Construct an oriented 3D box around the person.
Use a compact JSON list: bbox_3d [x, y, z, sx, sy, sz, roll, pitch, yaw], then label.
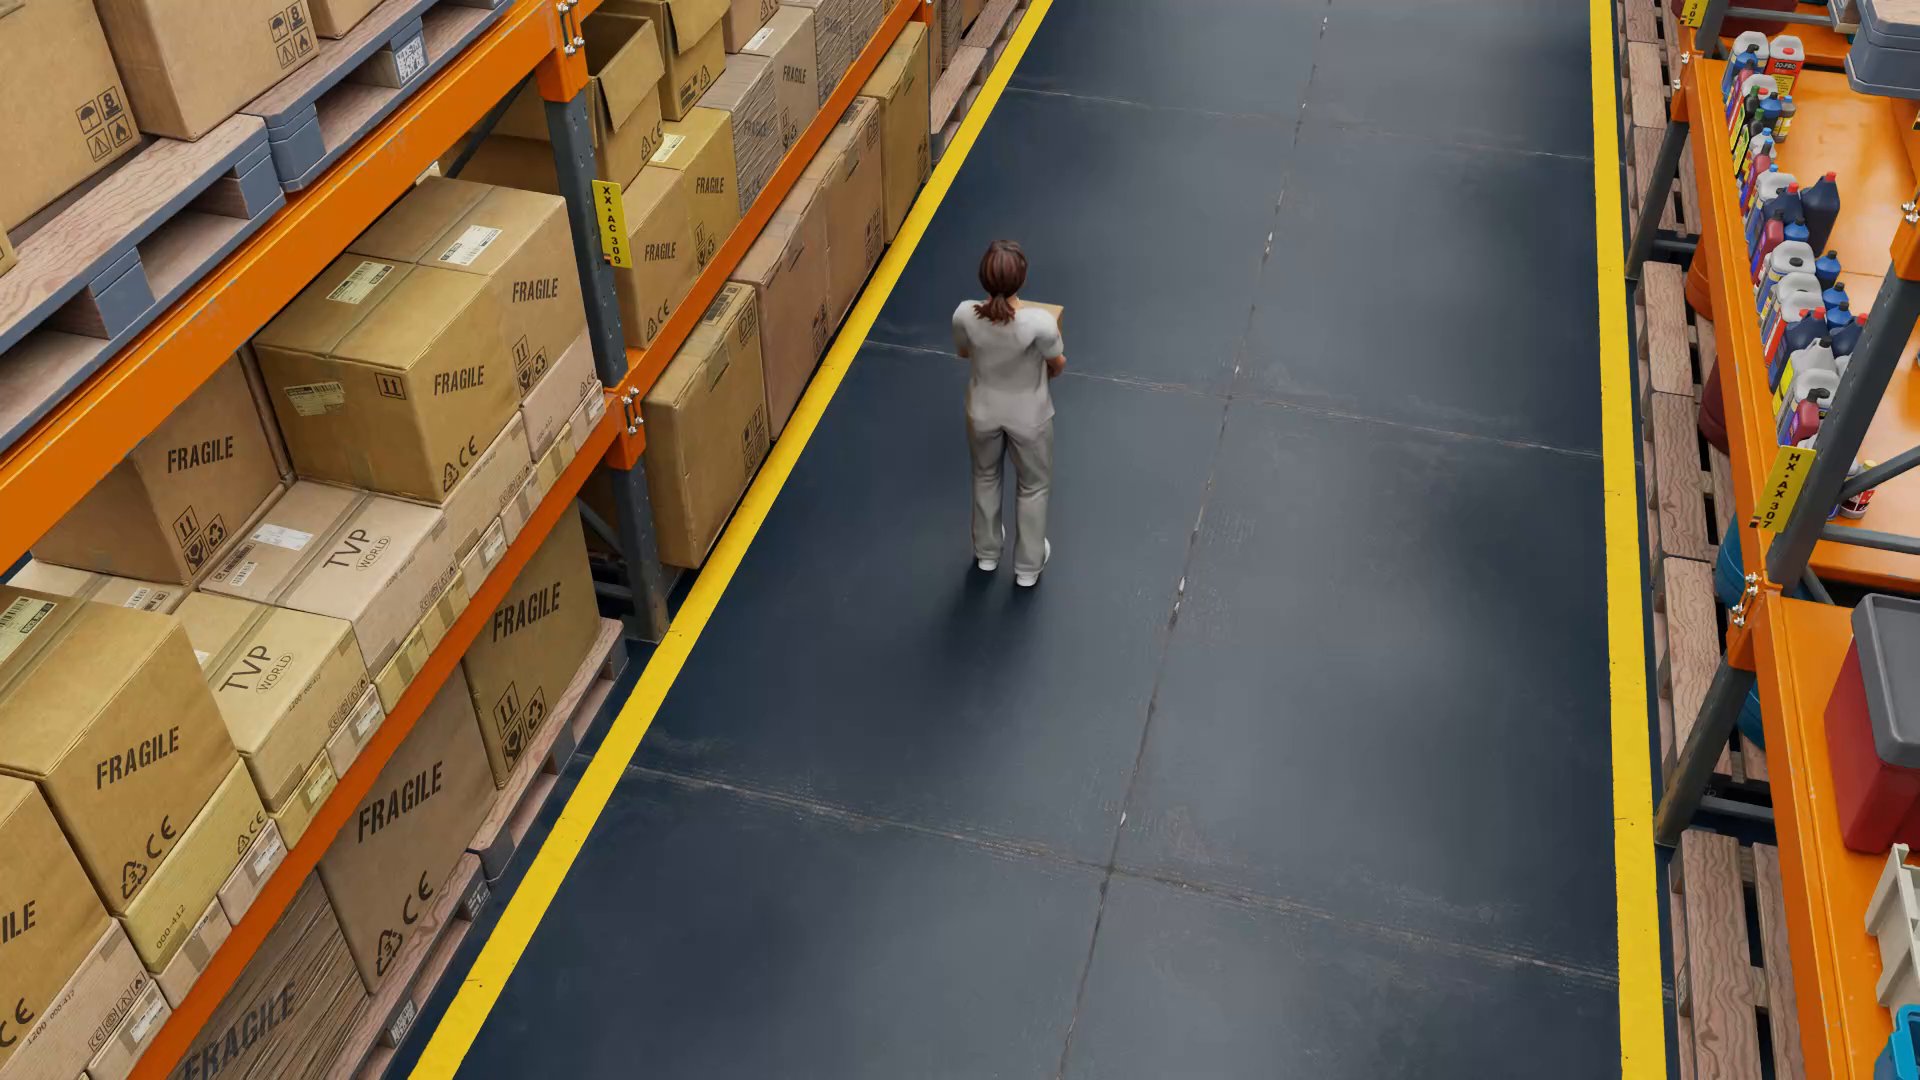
[{"bbox_3d":[0.205,-0.550,6.792,0.442,1.667,0.549,10,42,11],"label":"person"}]
